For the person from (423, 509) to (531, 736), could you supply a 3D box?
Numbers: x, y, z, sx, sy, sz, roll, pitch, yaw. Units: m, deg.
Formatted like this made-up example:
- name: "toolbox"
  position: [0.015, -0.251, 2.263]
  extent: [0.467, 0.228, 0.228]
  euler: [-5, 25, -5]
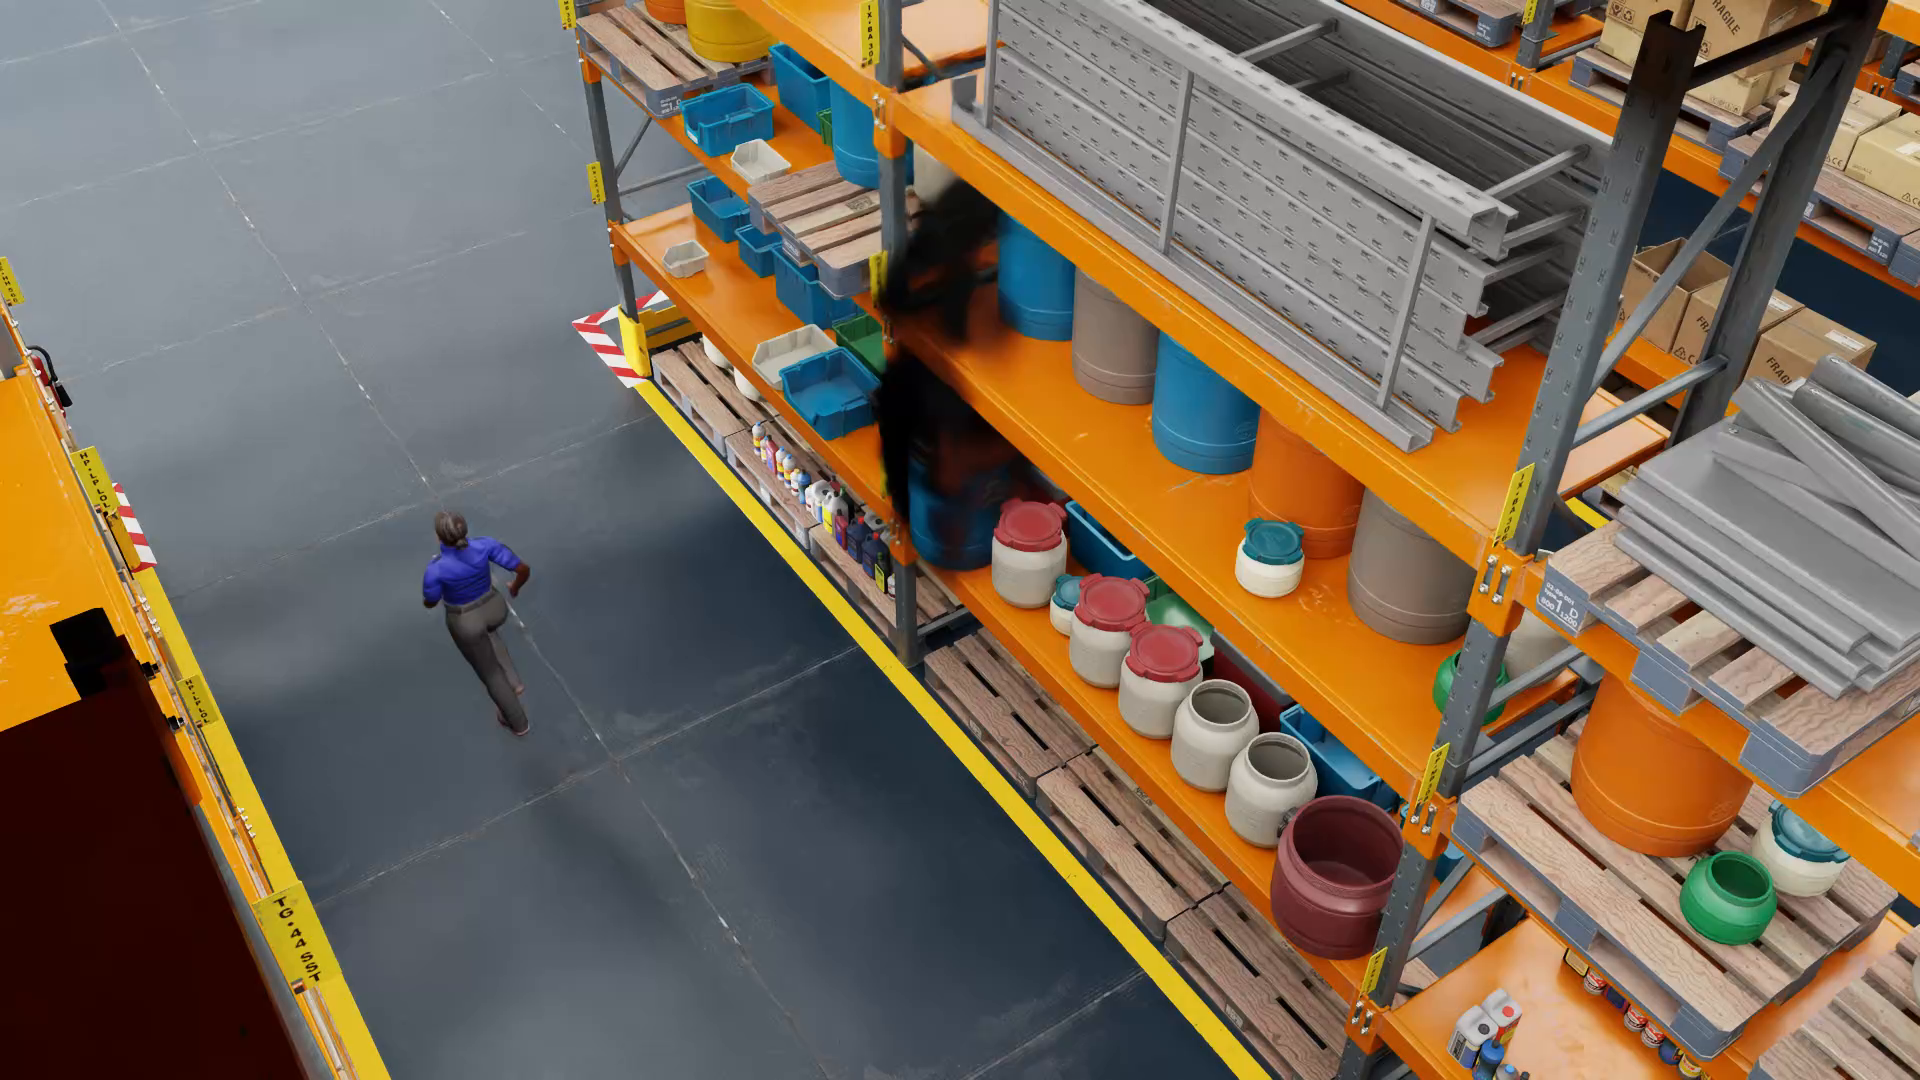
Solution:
- name: "person"
  position: [-2.815, 0.437, 9.666]
  extent: [0.656, 1.698, 0.545]
  euler: [31, 51, 30]
